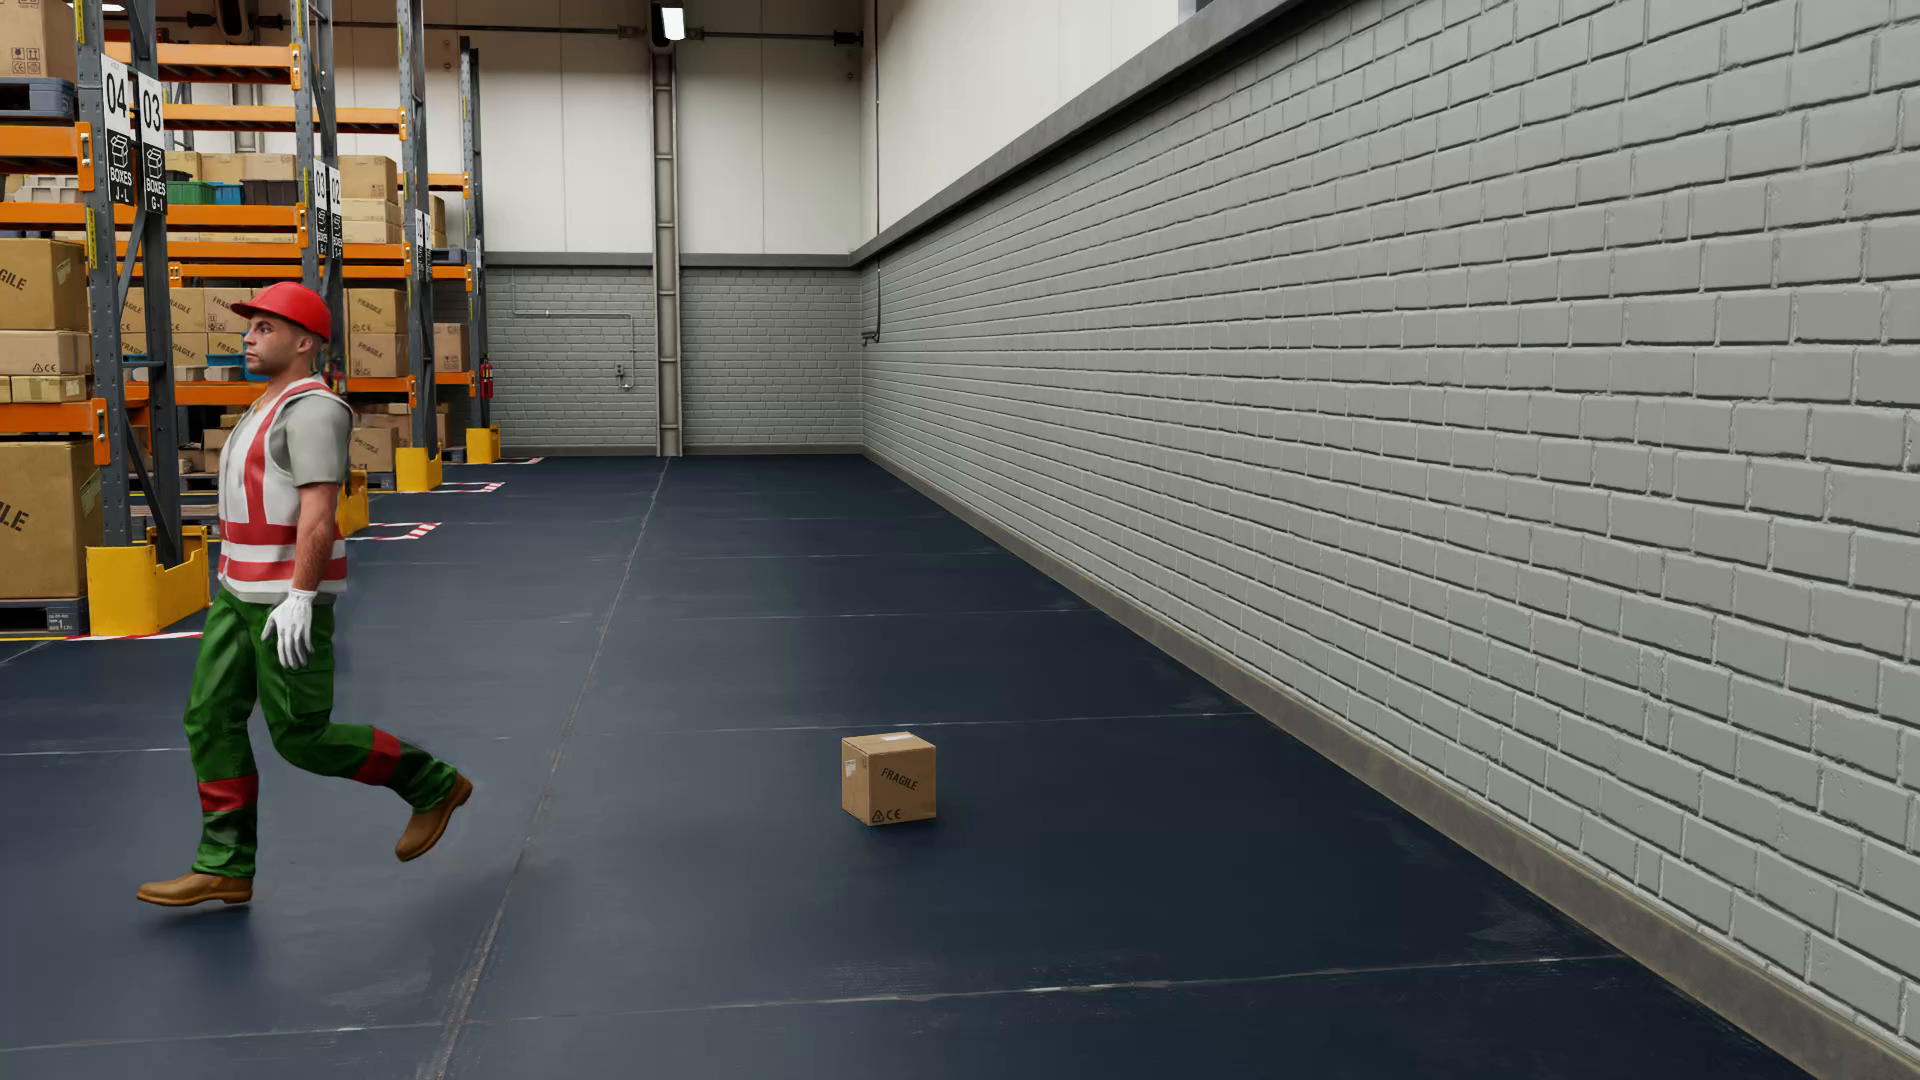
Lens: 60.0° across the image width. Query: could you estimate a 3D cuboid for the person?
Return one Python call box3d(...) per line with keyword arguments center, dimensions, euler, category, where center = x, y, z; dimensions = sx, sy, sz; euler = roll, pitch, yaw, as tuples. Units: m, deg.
box3d(center=(-1.885, 0.149, 4.737), dimensions=(0.892, 1.756, 0.574), euler=(-5, 8, -39), category="person")
